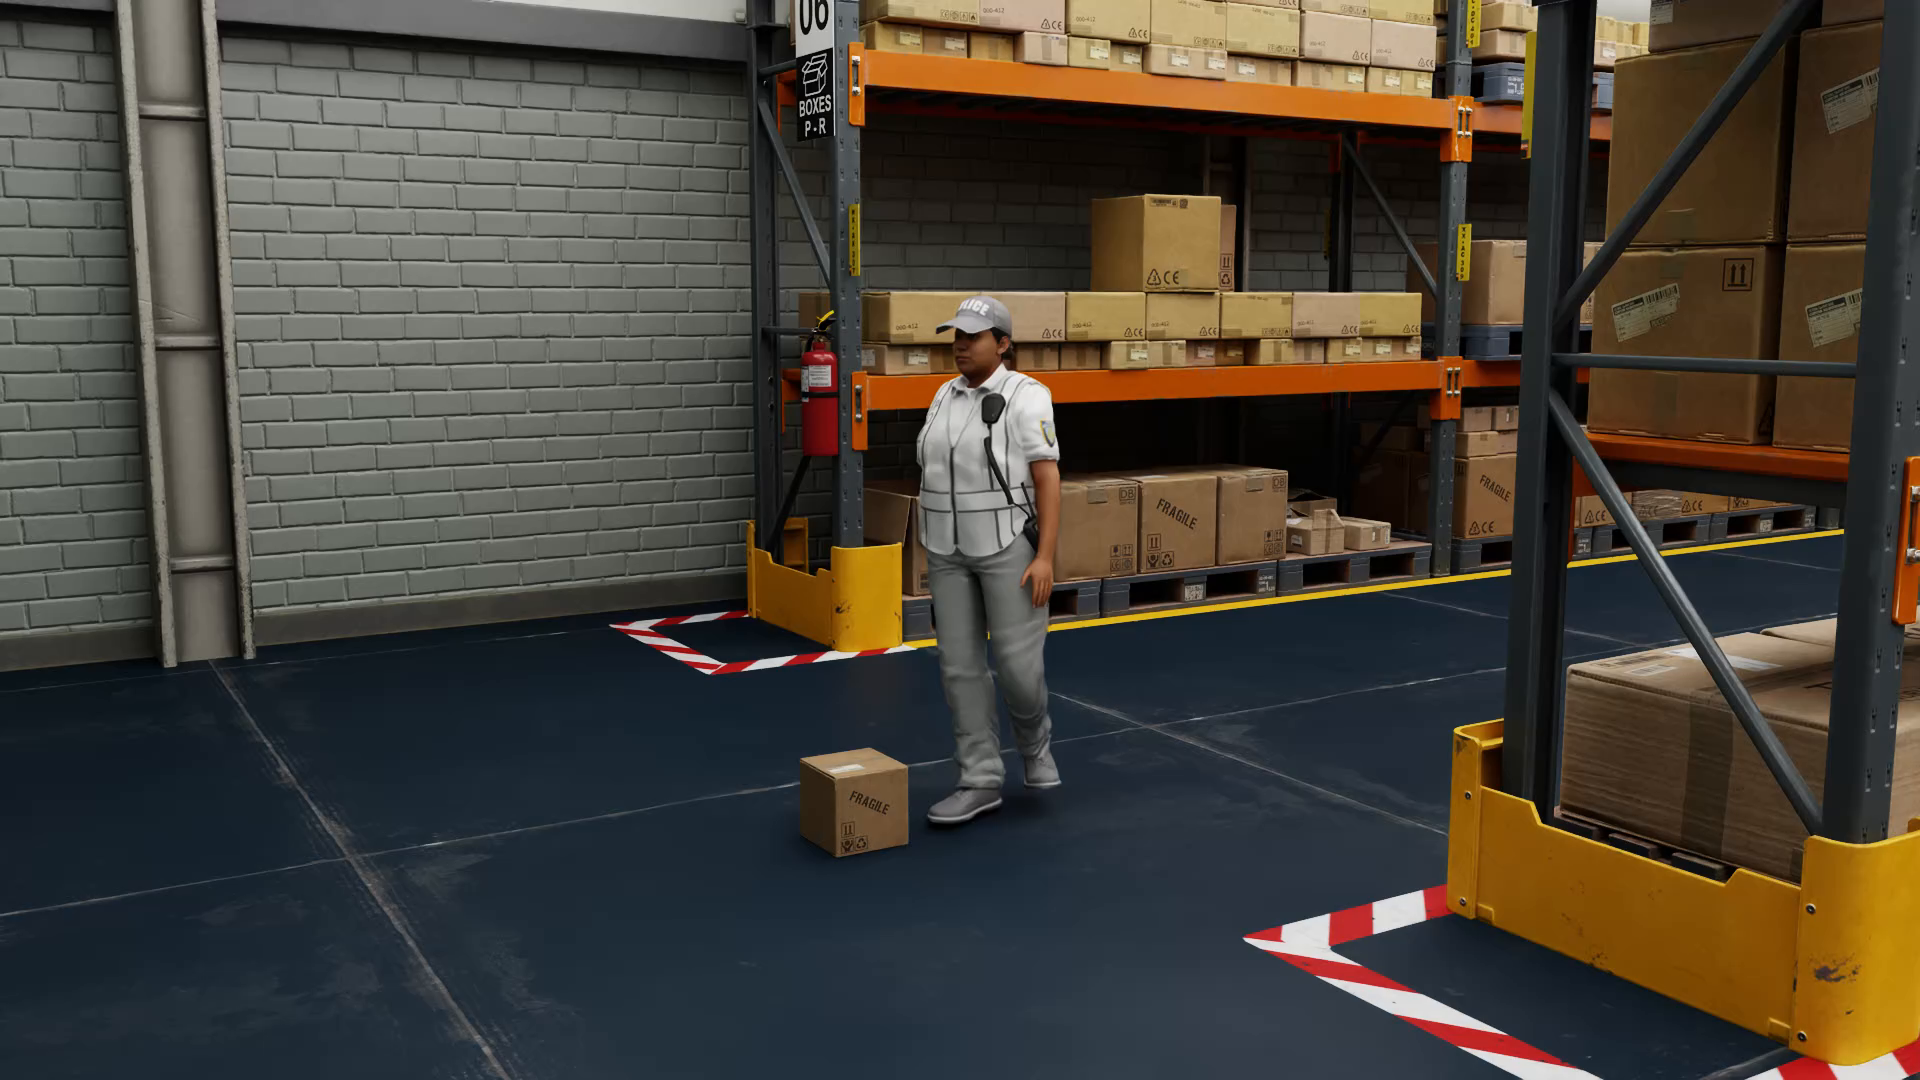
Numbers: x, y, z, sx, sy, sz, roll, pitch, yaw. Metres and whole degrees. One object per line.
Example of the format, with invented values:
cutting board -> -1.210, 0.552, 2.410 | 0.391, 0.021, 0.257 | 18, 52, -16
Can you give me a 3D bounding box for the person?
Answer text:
person -> 0.110, 0.057, 5.339 | 0.541, 1.666, 0.524 | 5, 10, 33
